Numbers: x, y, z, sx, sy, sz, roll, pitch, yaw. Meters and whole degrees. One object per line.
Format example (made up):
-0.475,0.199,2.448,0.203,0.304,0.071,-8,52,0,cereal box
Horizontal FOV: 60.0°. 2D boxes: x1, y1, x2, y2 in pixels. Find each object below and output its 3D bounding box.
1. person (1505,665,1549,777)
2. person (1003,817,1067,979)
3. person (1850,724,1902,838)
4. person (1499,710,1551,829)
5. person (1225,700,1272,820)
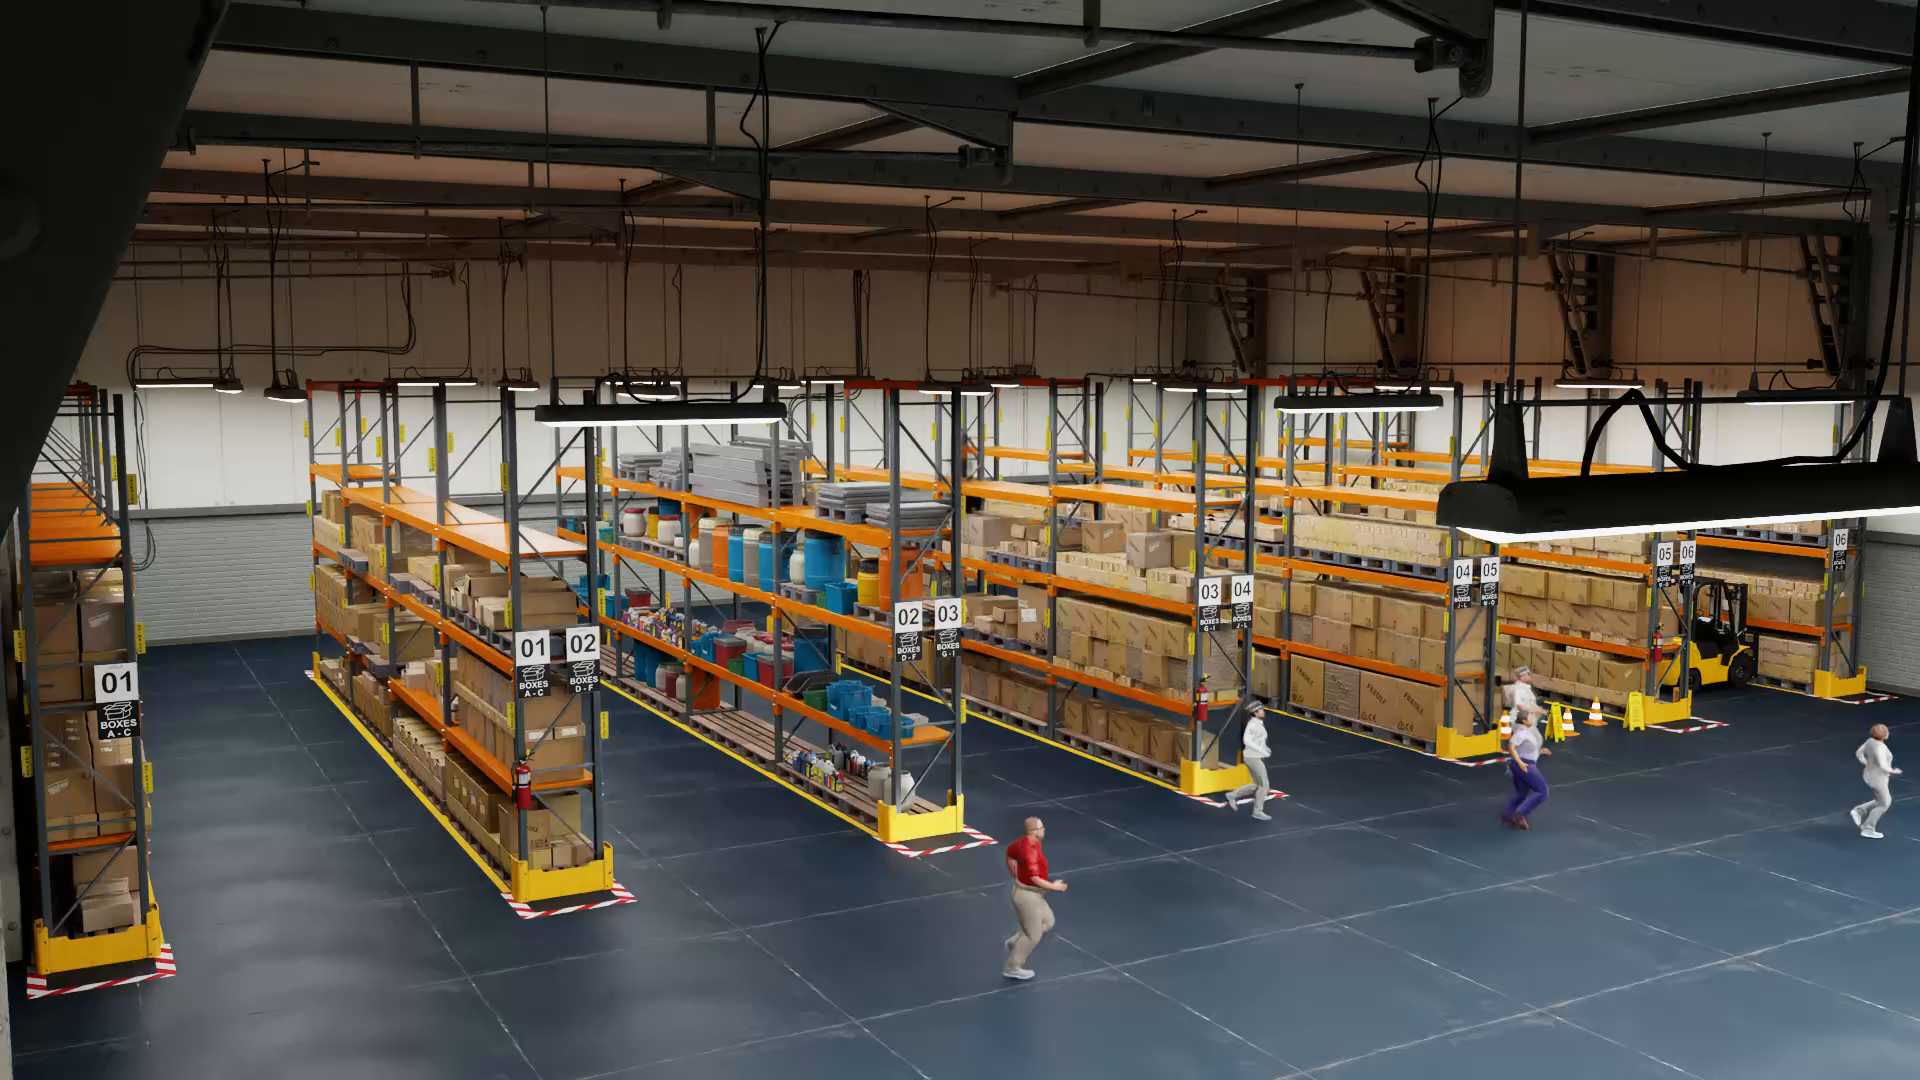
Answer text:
8.648,2.778,25.323,0.611,1.784,0.711,3,7,23,person
0.766,3.672,17.148,0.661,1.678,0.647,-1,6,-9,person
12.222,3.207,22.153,0.563,1.554,0.555,1,6,10,person
7.704,3.115,22.617,0.642,1.621,0.586,1,6,10,person
4.058,3.057,23.278,0.660,1.662,0.655,2,6,15,person
